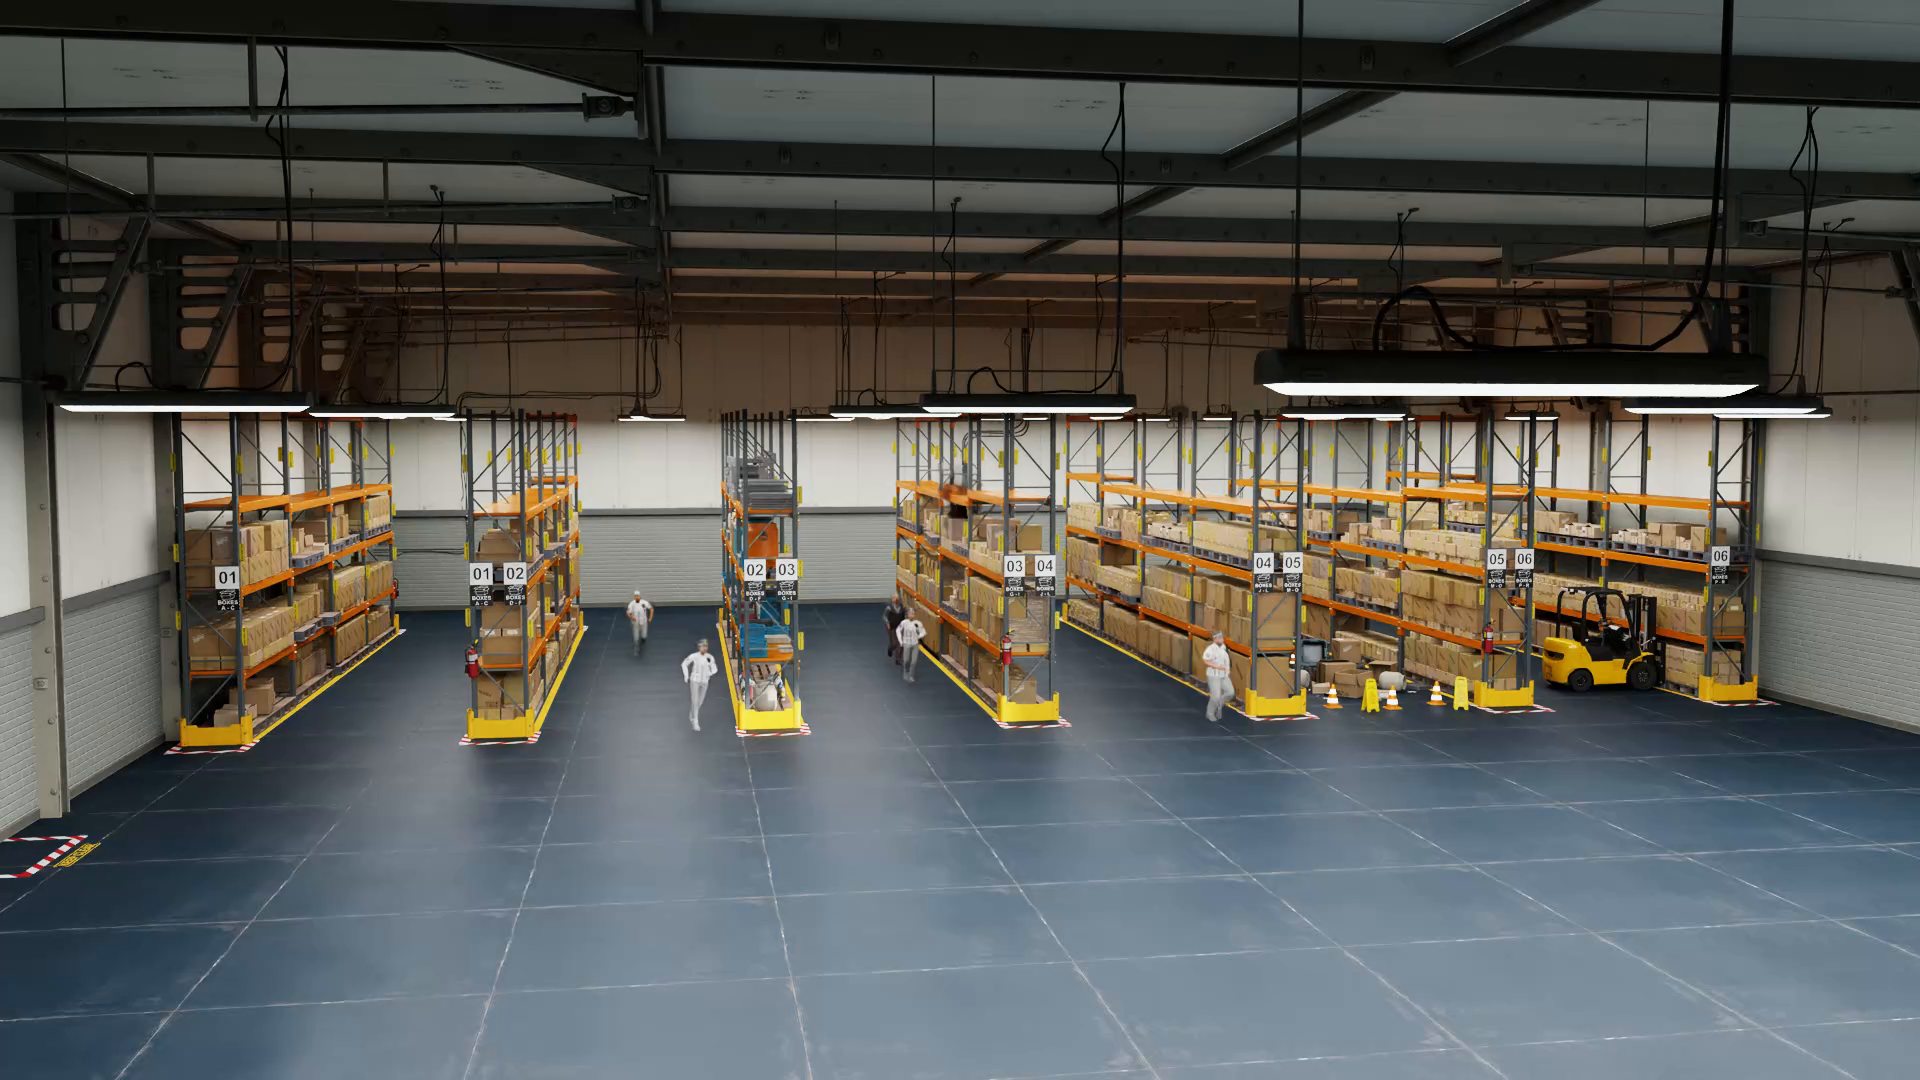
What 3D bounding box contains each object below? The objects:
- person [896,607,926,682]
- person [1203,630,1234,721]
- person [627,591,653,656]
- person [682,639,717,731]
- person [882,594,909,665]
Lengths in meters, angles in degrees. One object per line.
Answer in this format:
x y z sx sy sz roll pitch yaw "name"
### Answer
-1.074 2.316 36.717 0.667 1.666 0.523 0 4 -3 "person"
4.997 2.606 32.031 0.731 1.758 0.547 -3 5 -37 "person"
-7.865 2.067 40.859 0.632 1.627 0.682 -1 4 -9 "person"
-4.909 2.711 31.418 0.644 1.705 0.839 -2 4 -23 "person"
-1.516 2.121 39.664 0.659 1.681 0.678 -1 4 -16 "person"
